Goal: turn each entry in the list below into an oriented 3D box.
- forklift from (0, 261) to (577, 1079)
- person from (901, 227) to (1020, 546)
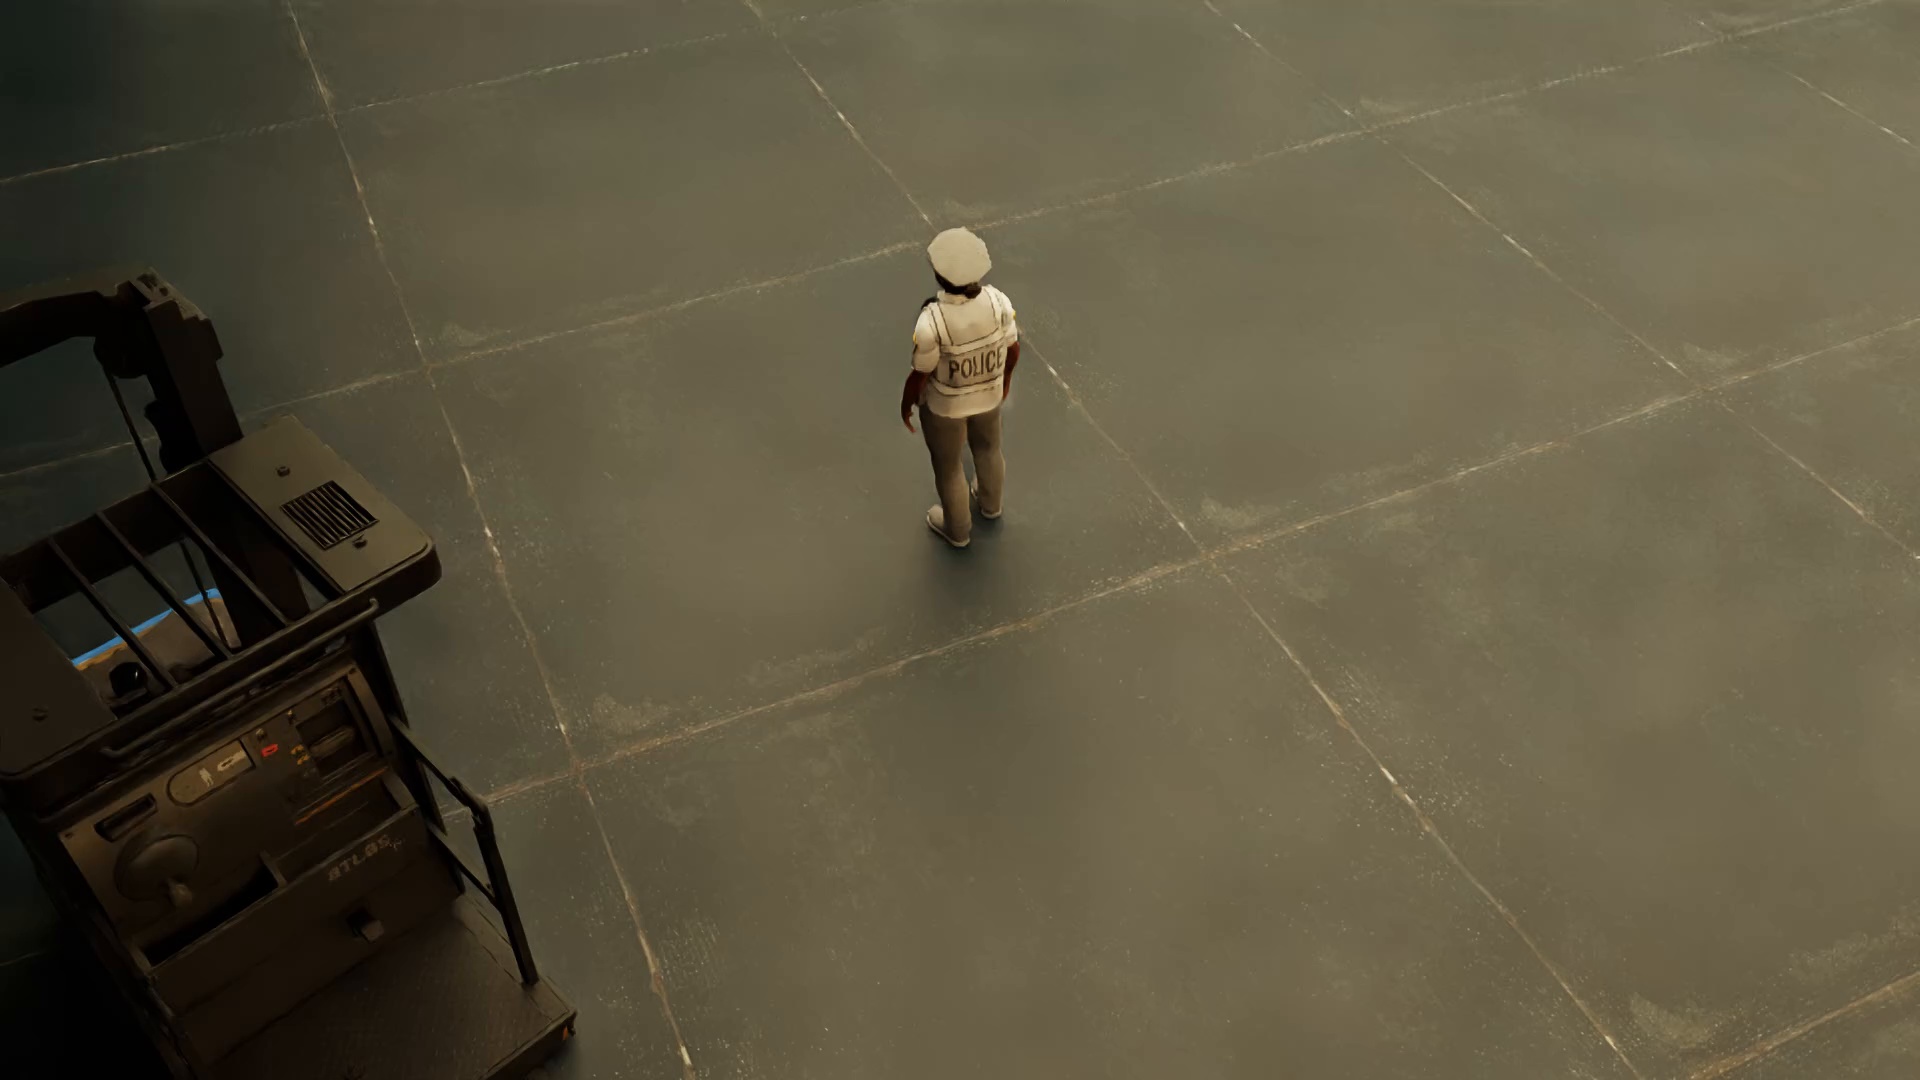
[{"bbox_3d":[-2.008,0.803,4.820,1.130,2.935,3.031,-34,53,-31],"label":"forklift"},{"bbox_3d":[-0.014,-0.677,7.301,0.570,1.695,0.529,-18,46,-18],"label":"person"}]
